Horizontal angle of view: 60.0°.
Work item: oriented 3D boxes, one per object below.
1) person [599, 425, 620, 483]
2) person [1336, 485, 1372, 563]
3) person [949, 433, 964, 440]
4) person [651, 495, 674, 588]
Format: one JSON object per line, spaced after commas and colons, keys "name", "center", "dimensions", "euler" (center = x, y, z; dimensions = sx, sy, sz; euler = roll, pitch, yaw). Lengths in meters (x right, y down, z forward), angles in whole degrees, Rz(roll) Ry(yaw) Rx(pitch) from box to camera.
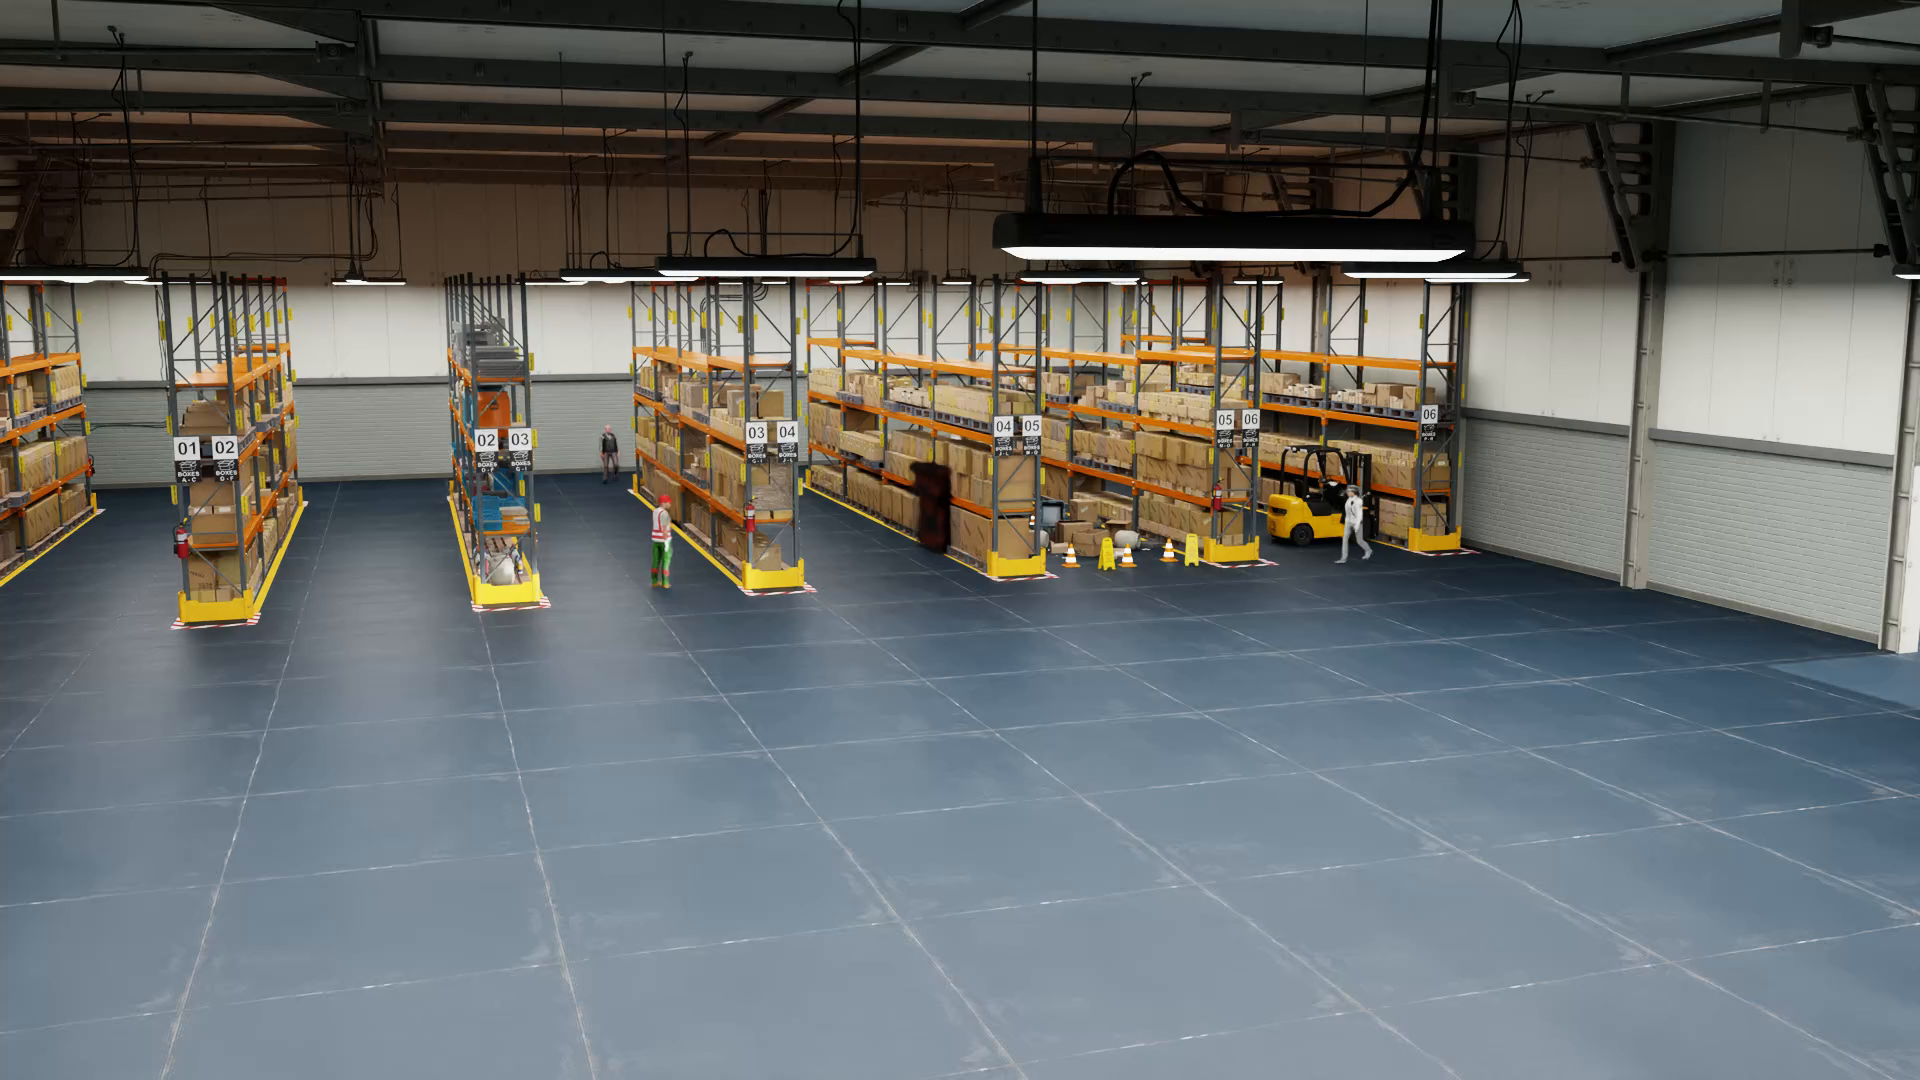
{"name": "person", "center": [-10.399, -2.554, 49.345], "dimensions": [0.610, 1.712, 0.525], "euler": [-2, 9, -14]}
{"name": "person", "center": [8.300, -0.344, 34.875], "dimensions": [0.918, 1.635, 0.451], "euler": [-7, 11, -39]}
{"name": "person", "center": [-0.105, -3.057, 52.333], "dimensions": [0.579, 1.773, 0.526], "euler": [-3, 9, -21]}
{"name": "person", "center": [-5.708, 0.019, 31.984], "dimensions": [0.566, 1.794, 0.389], "euler": [7, 11, 39]}
